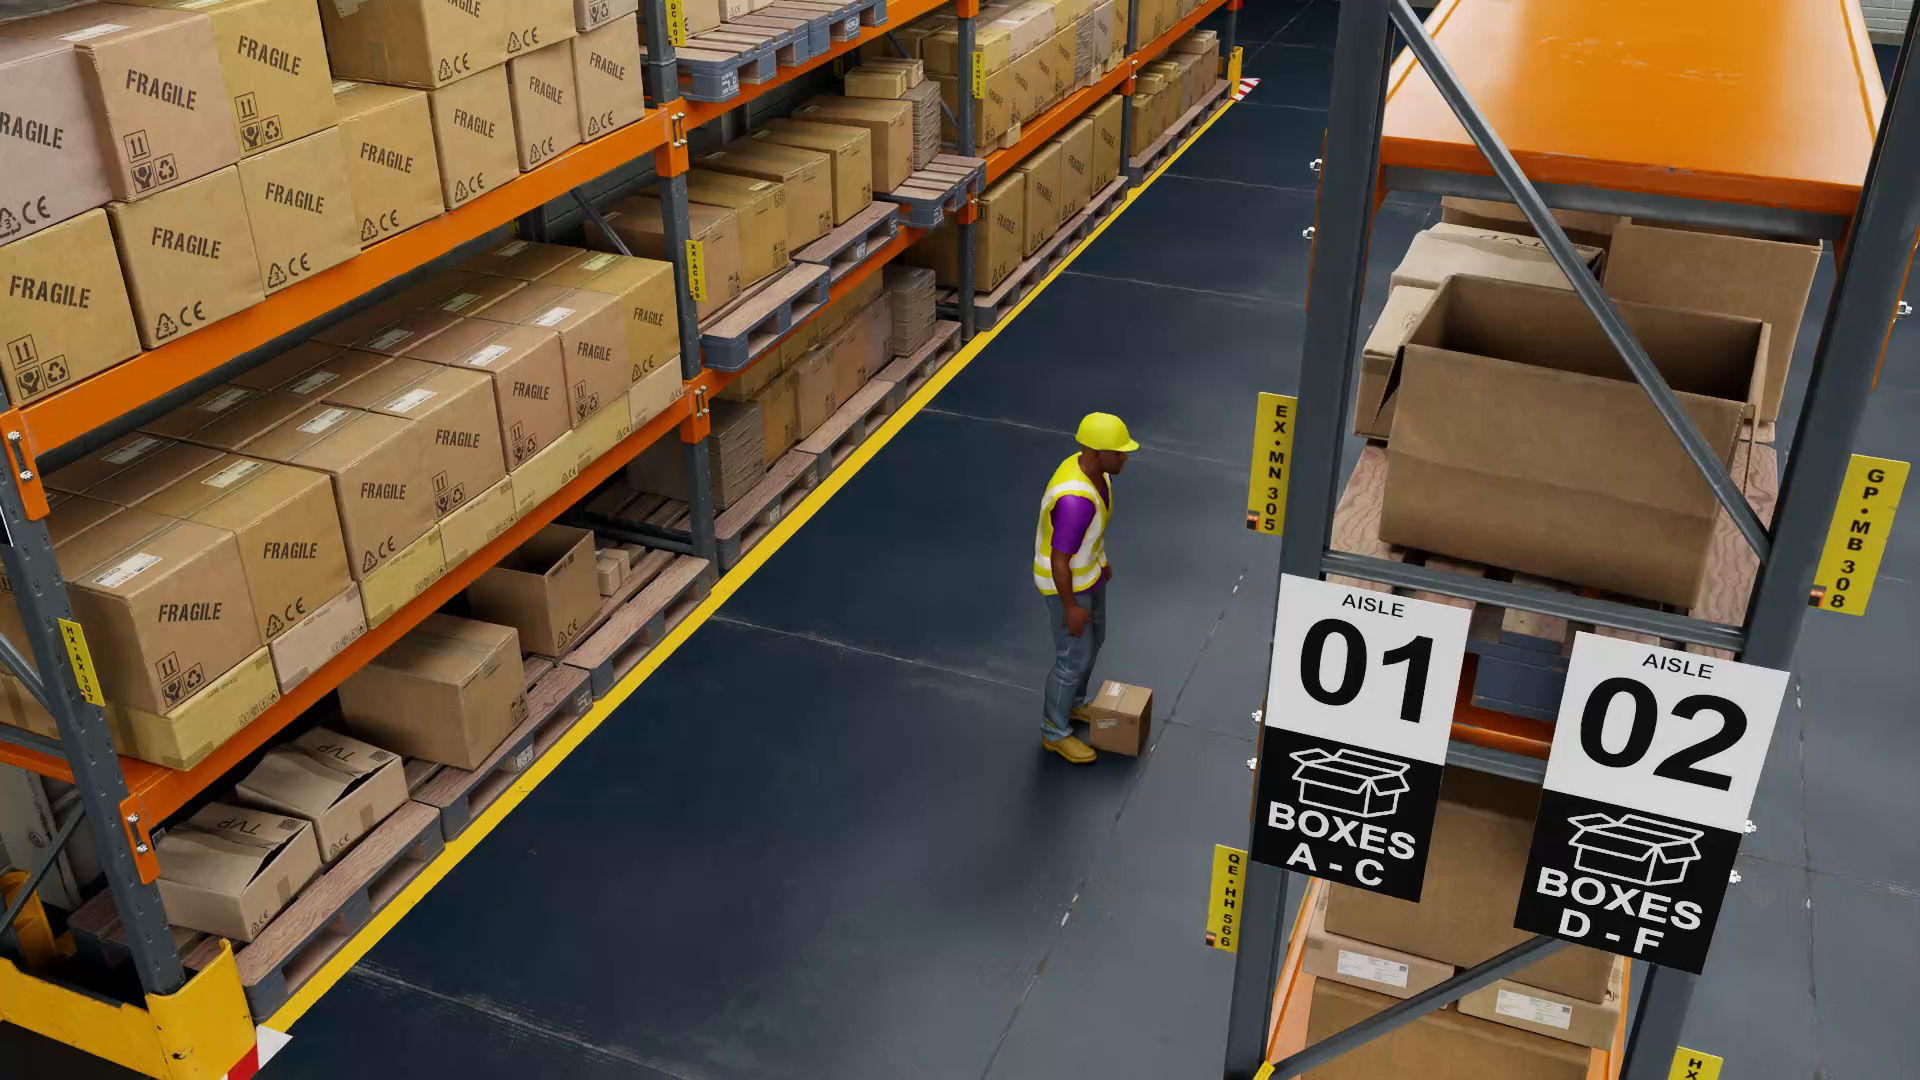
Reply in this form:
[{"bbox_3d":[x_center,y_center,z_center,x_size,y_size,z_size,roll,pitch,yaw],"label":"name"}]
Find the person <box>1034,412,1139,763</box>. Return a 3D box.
[{"bbox_3d":[0.595,0.193,8.038,0.455,1.761,0.635,10,31,16],"label":"person"}]
